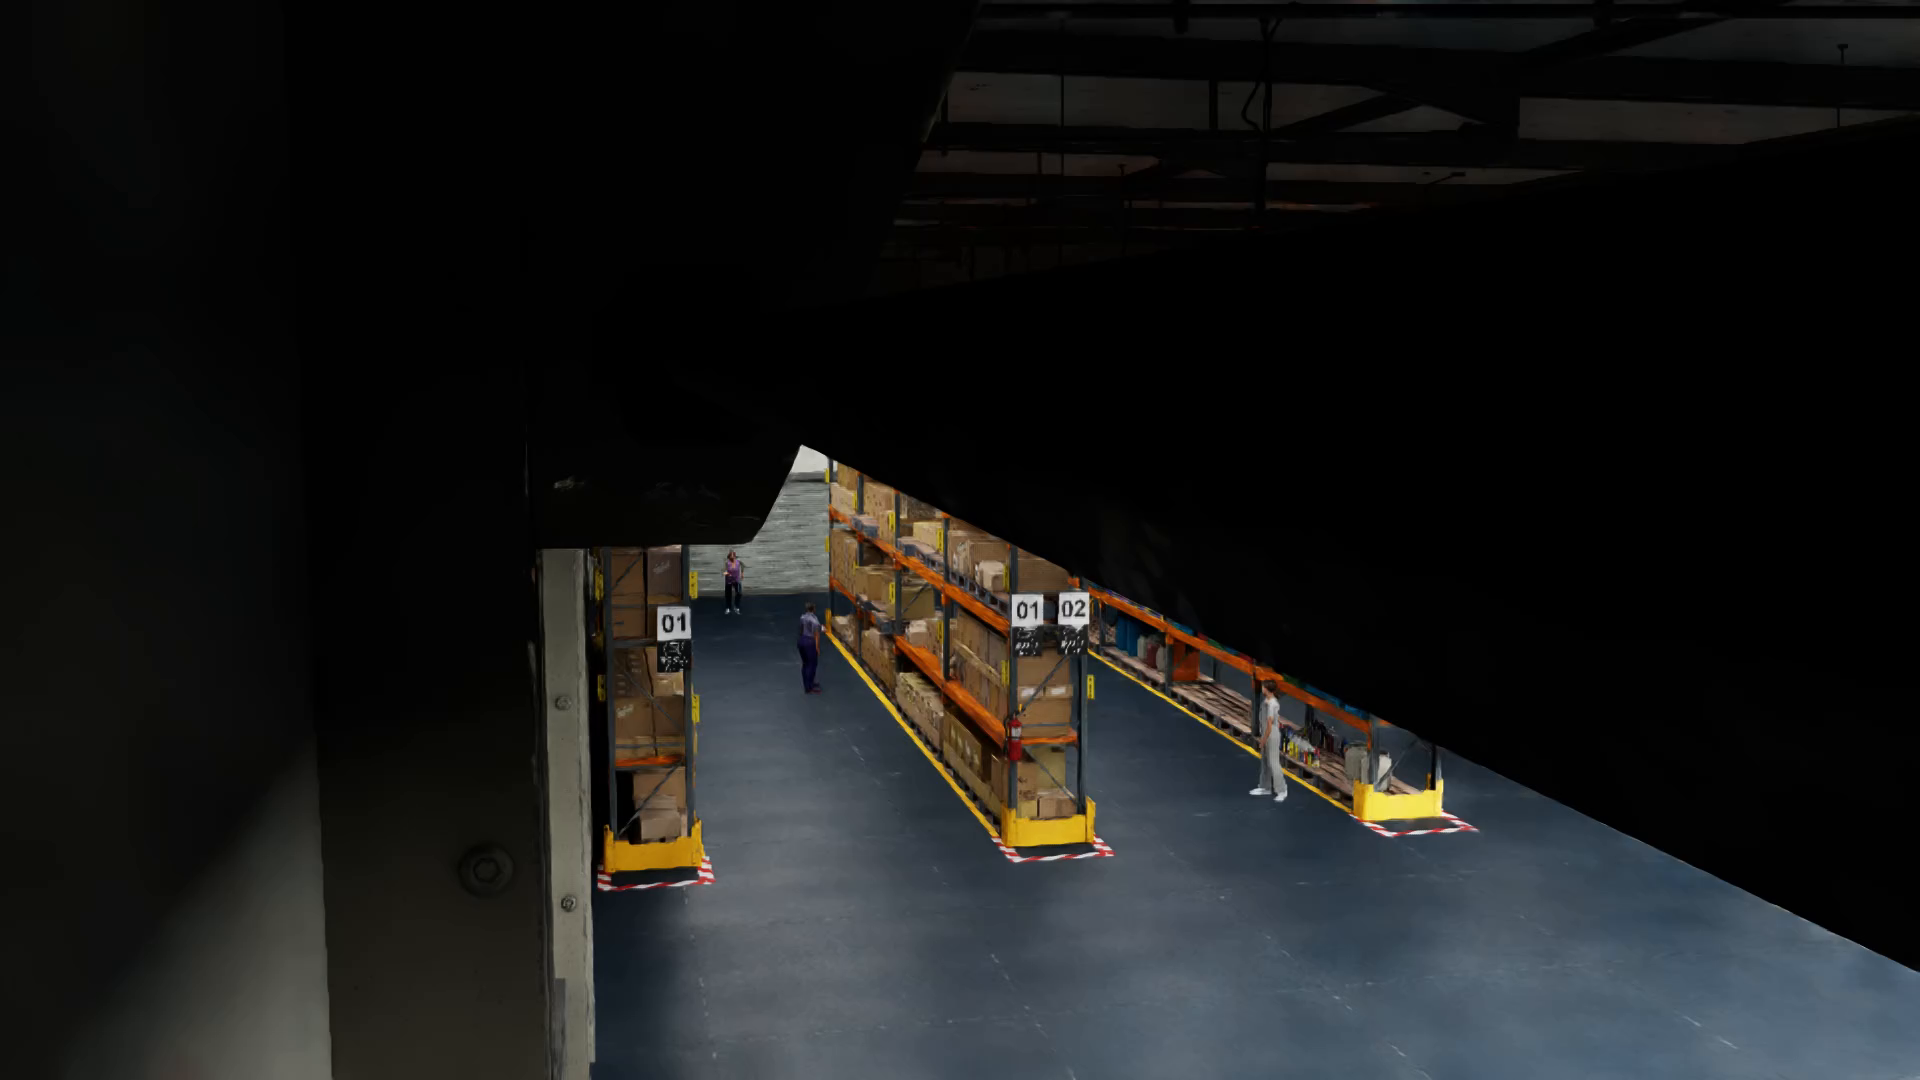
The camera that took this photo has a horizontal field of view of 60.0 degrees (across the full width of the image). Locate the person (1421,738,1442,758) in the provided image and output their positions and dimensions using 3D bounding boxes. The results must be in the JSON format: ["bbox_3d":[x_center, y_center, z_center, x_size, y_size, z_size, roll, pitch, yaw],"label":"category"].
[{"bbox_3d":[7.304,2.498,25.622,0.639,1.598,0.838,-2,7,-16],"label":"person"}]

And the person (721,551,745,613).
[{"bbox_3d":[-5.282,0.978,38.757,0.538,1.512,0.852,-1,7,-7],"label":"person"}]

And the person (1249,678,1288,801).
[{"bbox_3d":[4.323,2.769,23.208,0.528,1.714,0.522,1,7,4],"label":"person"}]

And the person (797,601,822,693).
[{"bbox_3d":[-2.706,2.012,30.279,0.474,1.465,0.613,-6,9,-41],"label":"person"}]
